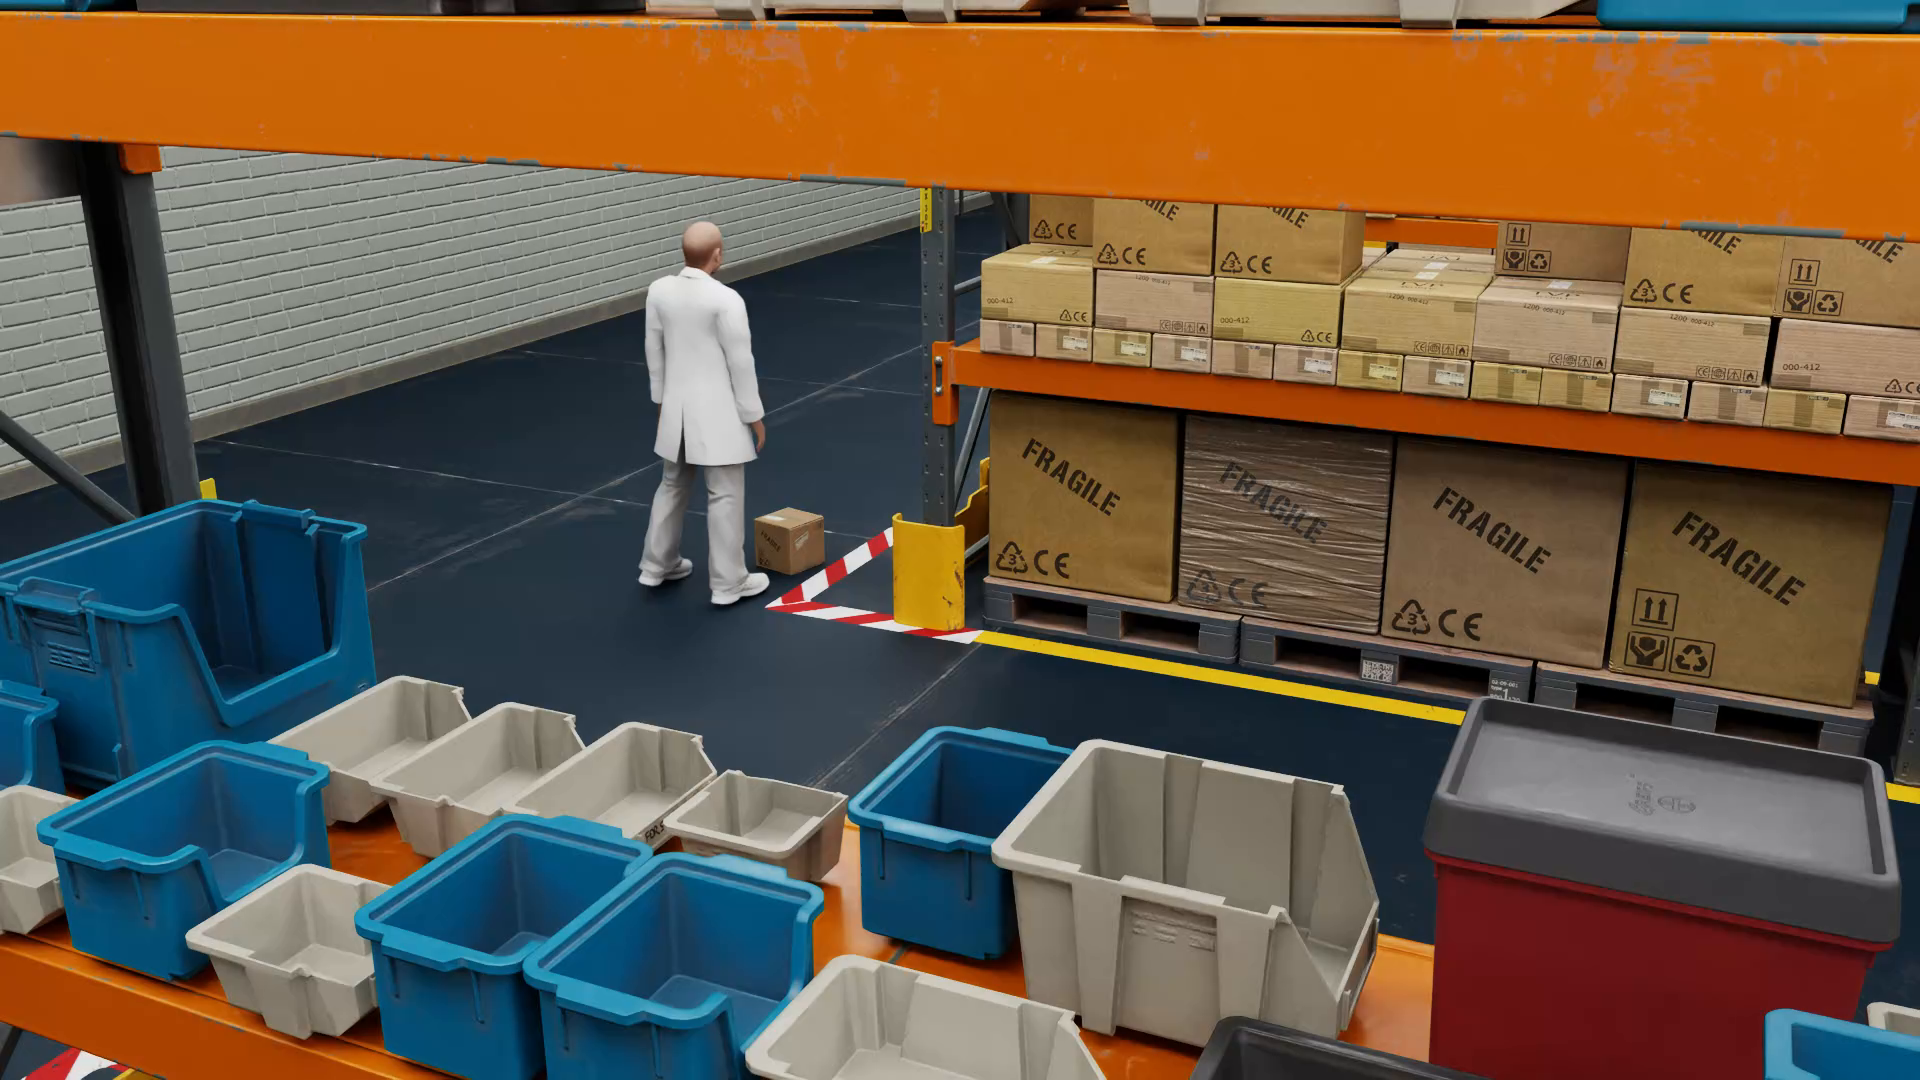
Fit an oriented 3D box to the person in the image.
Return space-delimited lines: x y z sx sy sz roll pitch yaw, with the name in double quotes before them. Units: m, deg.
"person" -1.213 -0.600 7.802 0.667 1.779 0.416 12 22 31
